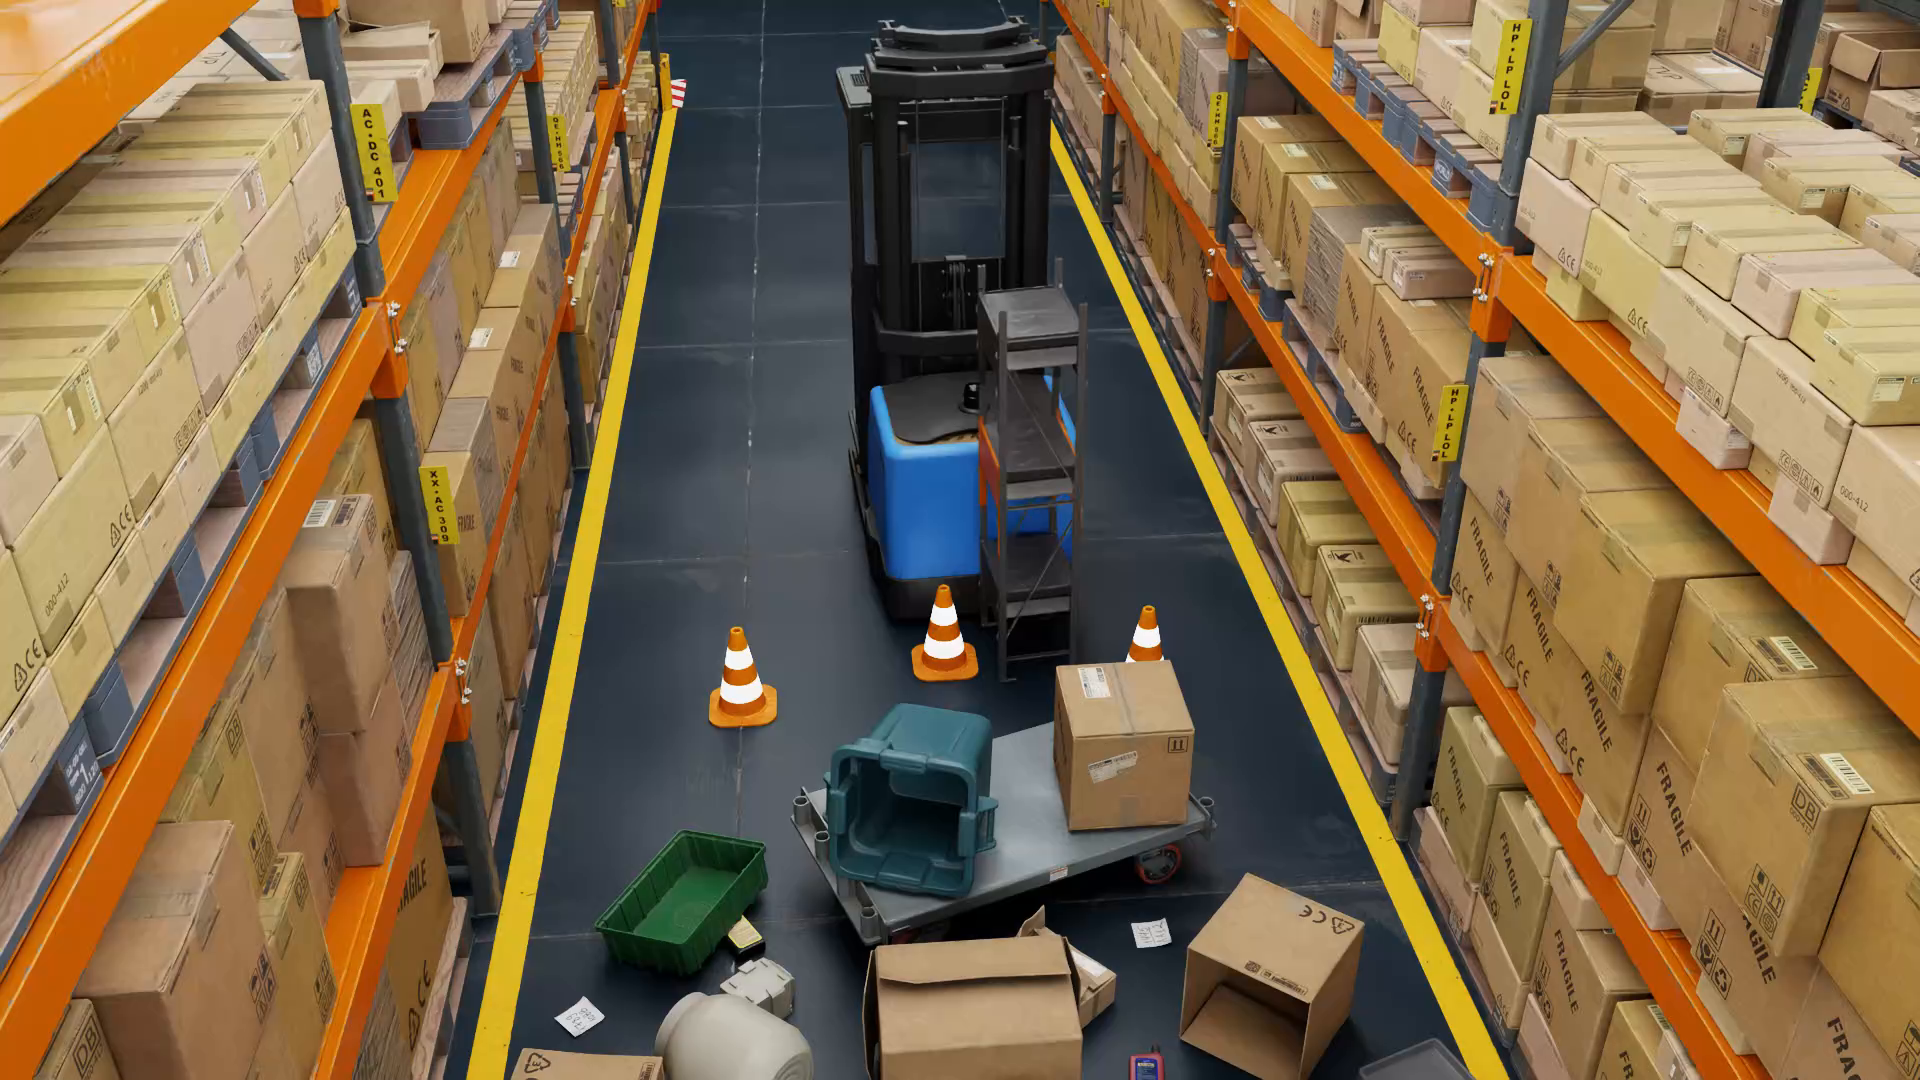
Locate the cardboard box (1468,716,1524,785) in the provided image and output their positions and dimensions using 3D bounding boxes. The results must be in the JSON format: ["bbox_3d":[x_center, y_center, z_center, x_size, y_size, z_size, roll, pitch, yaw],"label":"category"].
[{"bbox_3d":[2.191,0.799,6.395,0.380,0.149,0.250,-2,31,-4],"label":"cardboard box"}]

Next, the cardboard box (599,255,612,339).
[{"bbox_3d":[-2.755,-1.734,11.756,0.500,0.500,0.500,-4,31,-6],"label":"cardboard box"}]

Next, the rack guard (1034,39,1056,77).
[{"bbox_3d":[1.329,-5.048,17.713,1.175,0.500,0.348,-3,31,-5],"label":"rack guard"}]

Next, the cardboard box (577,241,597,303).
[{"bbox_3d":[-2.711,-1.787,11.113,0.500,0.250,0.500,-3,31,-5],"label":"cardboard box"}]

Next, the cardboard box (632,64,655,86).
[{"bbox_3d":[-3.169,-4.516,16.176,0.380,0.149,0.250,-3,31,-6],"label":"cardboard box"}]

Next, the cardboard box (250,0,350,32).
[{"bbox_3d":[-2.896,-2.310,7.347,0.500,0.311,0.500,-3,31,-5],"label":"cardboard box"}]

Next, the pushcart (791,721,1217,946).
[{"bbox_3d":[0.187,1.279,7.241,1.648,0.377,0.936,-14,33,-22],"label":"pushcart"}]

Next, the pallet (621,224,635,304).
[{"bbox_3d":[-3.139,-2.183,13.199,1.003,0.211,1.213,-3,31,-5],"label":"pallet"}]

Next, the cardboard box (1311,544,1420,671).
[{"bbox_3d":[2.331,0.332,8.423,0.950,0.372,0.625,-1,31,-1],"label":"cardboard box"}]

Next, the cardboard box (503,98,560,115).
[{"bbox_3d":[-2.761,-2.706,10.611,0.380,0.149,0.250,-4,31,-7],"label":"cardboard box"}]

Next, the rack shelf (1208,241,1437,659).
[{"bbox_3d":[2.266,-0.694,8.688,1.077,0.370,4.000,-3,31,-5],"label":"rack shelf"}]

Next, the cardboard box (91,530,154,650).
[{"bbox_3d":[-1.923,0.111,3.451,0.380,0.149,0.250,-3,31,-5],"label":"cardboard box"}]

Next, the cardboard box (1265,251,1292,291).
[{"bbox_3d":[1.902,-1.492,9.159,0.380,0.149,0.250,-3,31,-4],"label":"cardboard box"}]

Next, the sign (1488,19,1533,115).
[{"bbox_3d":[1.901,-1.632,5.744,0.100,0.325,0.005,-3,31,-5],"label":"sign"}]

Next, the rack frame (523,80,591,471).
[{"bbox_3d":[-2.840,-1.735,9.730,1.000,3.000,0.127,-3,31,-5],"label":"rack frame"}]

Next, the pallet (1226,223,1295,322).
[{"bbox_3d":[2.252,-1.583,9.662,1.213,0.211,1.003,-3,31,-5],"label":"pallet"}]

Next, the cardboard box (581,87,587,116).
[{"bbox_3d":[-2.878,-3.127,11.895,0.380,0.149,0.250,-4,31,-7],"label":"cardboard box"}]

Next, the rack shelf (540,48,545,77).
[{"bbox_3d":[-3.027,-3.735,10.855,1.077,0.370,4.000,-3,31,-5],"label":"rack shelf"}]

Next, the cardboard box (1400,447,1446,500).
[{"bbox_3d":[2.130,-0.304,7.169,0.380,0.149,0.250,-2,31,-4],"label":"cardboard box"}]

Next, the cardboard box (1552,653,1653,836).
[{"bbox_3d":[2.320,0.598,5.437,0.500,0.500,0.500,-3,31,-5],"label":"cardboard box"}]

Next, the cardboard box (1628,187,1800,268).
[{"bbox_3d":[2.224,-0.926,4.917,0.380,0.149,0.250,-3,31,-5],"label":"cardboard box"}]

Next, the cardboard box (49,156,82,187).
[{"bbox_3d":[-2.746,-1.106,4.712,0.380,0.149,0.250,-3,31,-5],"label":"cardboard box"}]

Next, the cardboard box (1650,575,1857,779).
[{"bbox_3d":[2.463,0.435,4.735,0.700,0.500,0.500,-3,31,-5],"label":"cardboard box"}]

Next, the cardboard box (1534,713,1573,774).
[{"bbox_3d":[2.282,0.691,5.913,0.380,0.149,0.250,-2,31,-3],"label":"cardboard box"}]

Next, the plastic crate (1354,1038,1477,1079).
[{"bbox_3d":[1.783,2.113,6.135,0.402,0.080,0.583,-14,33,-22],"label":"plastic crate"}]

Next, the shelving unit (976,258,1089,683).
[{"bbox_3d":[0.341,-0.295,8.163,0.431,2.100,0.503,-7,34,-8],"label":"shelving unit"}]

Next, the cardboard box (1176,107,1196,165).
[{"bbox_3d":[1.729,-2.671,10.955,0.500,0.250,0.500,-4,31,-6],"label":"cardboard box"}]

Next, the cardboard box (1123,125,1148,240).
[{"bbox_3d":[1.843,-3.022,13.546,0.875,0.875,0.875,-2,31,-3],"label":"cardboard box"}]

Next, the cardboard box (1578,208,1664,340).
[{"bbox_3d":[2.279,-0.832,5.149,0.500,0.250,0.500,-3,31,-5],"label":"cardboard box"}]

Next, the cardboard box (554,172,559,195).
[{"bbox_3d":[-2.706,-2.183,10.315,0.380,0.149,0.250,-1,31,-2],"label":"cardboard box"}]

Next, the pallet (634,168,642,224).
[{"bbox_3d":[-3.312,-2.921,14.435,1.003,0.211,1.213,-3,31,-5],"label":"pallet"}]

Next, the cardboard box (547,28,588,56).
[{"bbox_3d":[-2.934,-3.641,12.175,0.380,0.149,0.250,-4,31,-6],"label":"cardboard box"}]

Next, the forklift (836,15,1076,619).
[{"bbox_3d":[-0.094,-1.575,9.529,1.130,2.935,3.031,-4,31,-7],"label":"forklift"}]

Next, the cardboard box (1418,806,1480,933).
[{"bbox_3d":[2.239,1.333,6.866,0.500,0.250,0.500,-4,31,-7],"label":"cardboard box"}]

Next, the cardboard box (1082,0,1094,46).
[{"bbox_3d":[1.354,-4.596,14.422,0.500,0.500,0.500,-3,31,-6],"label":"cardboard box"}]

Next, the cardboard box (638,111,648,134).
[{"bbox_3d":[-3.083,-3.848,15.347,0.380,0.149,0.250,-2,31,-4],"label":"cardboard box"}]

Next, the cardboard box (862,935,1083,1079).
[{"bbox_3d":[0.046,1.821,6.078,0.797,0.637,0.503,-3,31,-5],"label":"cardboard box"}]

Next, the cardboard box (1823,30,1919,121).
[{"bbox_3d":[6.684,-3.313,11.861,0.797,0.503,0.637,-3,31,-6],"label":"cardboard box"}]

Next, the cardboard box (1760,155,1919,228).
[{"bbox_3d":[2.736,-1.086,5.186,0.380,0.149,0.250,-2,31,-3],"label":"cardboard box"}]

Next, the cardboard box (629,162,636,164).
[{"bbox_3d":[-3.028,-3.195,14.545,0.380,0.149,0.250,-3,31,-5],"label":"cardboard box"}]

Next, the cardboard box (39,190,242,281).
[{"bbox_3d":[-2.019,-0.750,4.115,0.380,0.149,0.250,-3,31,-4],"label":"cardboard box"}]

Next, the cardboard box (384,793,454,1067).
[{"bbox_3d":[-2.477,1.363,6.205,0.875,0.875,0.875,-2,31,-4],"label":"cardboard box"}]

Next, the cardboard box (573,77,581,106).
[{"bbox_3d":[-2.853,-3.111,11.579,0.380,0.149,0.250,-3,31,-4],"label":"cardboard box"}]

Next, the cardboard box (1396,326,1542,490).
[{"bbox_3d":[2.181,-0.558,6.961,0.500,0.500,0.500,-3,31,-6],"label":"cardboard box"}]

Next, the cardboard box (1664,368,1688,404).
[{"bbox_3d":[2.337,-0.467,4.926,0.380,0.149,0.250,-4,31,-6],"label":"cardboard box"}]

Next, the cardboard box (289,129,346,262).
[{"bbox_3d":[-2.165,-1.028,4.970,0.500,0.250,0.500,-3,31,-5],"label":"cardboard box"}]

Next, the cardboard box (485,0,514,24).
[{"bbox_3d":[-2.443,-2.689,7.981,0.500,0.311,0.500,-3,31,-5],"label":"cardboard box"}]

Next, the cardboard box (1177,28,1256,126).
[{"bbox_3d":[1.714,-3.009,10.790,0.500,0.500,0.500,-2,31,-4],"label":"cardboard box"}]

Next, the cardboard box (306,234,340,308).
[{"bbox_3d":[-2.090,-0.797,4.972,0.380,0.149,0.250,-2,31,-4],"label":"cardboard box"}]

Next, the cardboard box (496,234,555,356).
[{"bbox_3d":[-2.485,-1.306,8.914,0.500,0.500,0.500,-3,31,-5],"label":"cardboard box"}]

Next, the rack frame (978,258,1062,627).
[{"bbox_3d":[0.297,-0.429,8.362,0.400,2.100,0.015,-7,34,-8],"label":"rack frame"}]

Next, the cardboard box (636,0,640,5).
[{"bbox_3d":[-3.153,-4.996,14.802,0.500,0.500,0.500,-1,31,-2],"label":"cardboard box"}]

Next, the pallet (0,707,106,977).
[{"bbox_3d":[-2.172,0.721,2.779,1.003,0.211,1.213,-3,31,-5],"label":"pallet"}]

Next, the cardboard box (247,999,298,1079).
[{"bbox_3d":[-2.173,1.526,4.124,0.875,0.550,0.550,-3,31,-5],"label":"cardboard box"}]

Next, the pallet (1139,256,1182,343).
[{"bbox_3d":[1.970,-1.854,12.649,1.003,0.211,1.213,-3,31,-5],"label":"pallet"}]

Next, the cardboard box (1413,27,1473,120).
[{"bbox_3d":[2.212,-1.935,6.876,0.500,0.250,0.500,-2,31,-4],"label":"cardboard box"}]

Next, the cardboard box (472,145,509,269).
[{"bbox_3d":[-2.759,-1.720,8.631,0.700,0.500,0.500,-3,31,-5],"label":"cardboard box"}]

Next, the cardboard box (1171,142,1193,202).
[{"bbox_3d":[1.710,-2.465,11.099,0.500,0.250,0.500,-2,31,-4],"label":"cardboard box"}]
